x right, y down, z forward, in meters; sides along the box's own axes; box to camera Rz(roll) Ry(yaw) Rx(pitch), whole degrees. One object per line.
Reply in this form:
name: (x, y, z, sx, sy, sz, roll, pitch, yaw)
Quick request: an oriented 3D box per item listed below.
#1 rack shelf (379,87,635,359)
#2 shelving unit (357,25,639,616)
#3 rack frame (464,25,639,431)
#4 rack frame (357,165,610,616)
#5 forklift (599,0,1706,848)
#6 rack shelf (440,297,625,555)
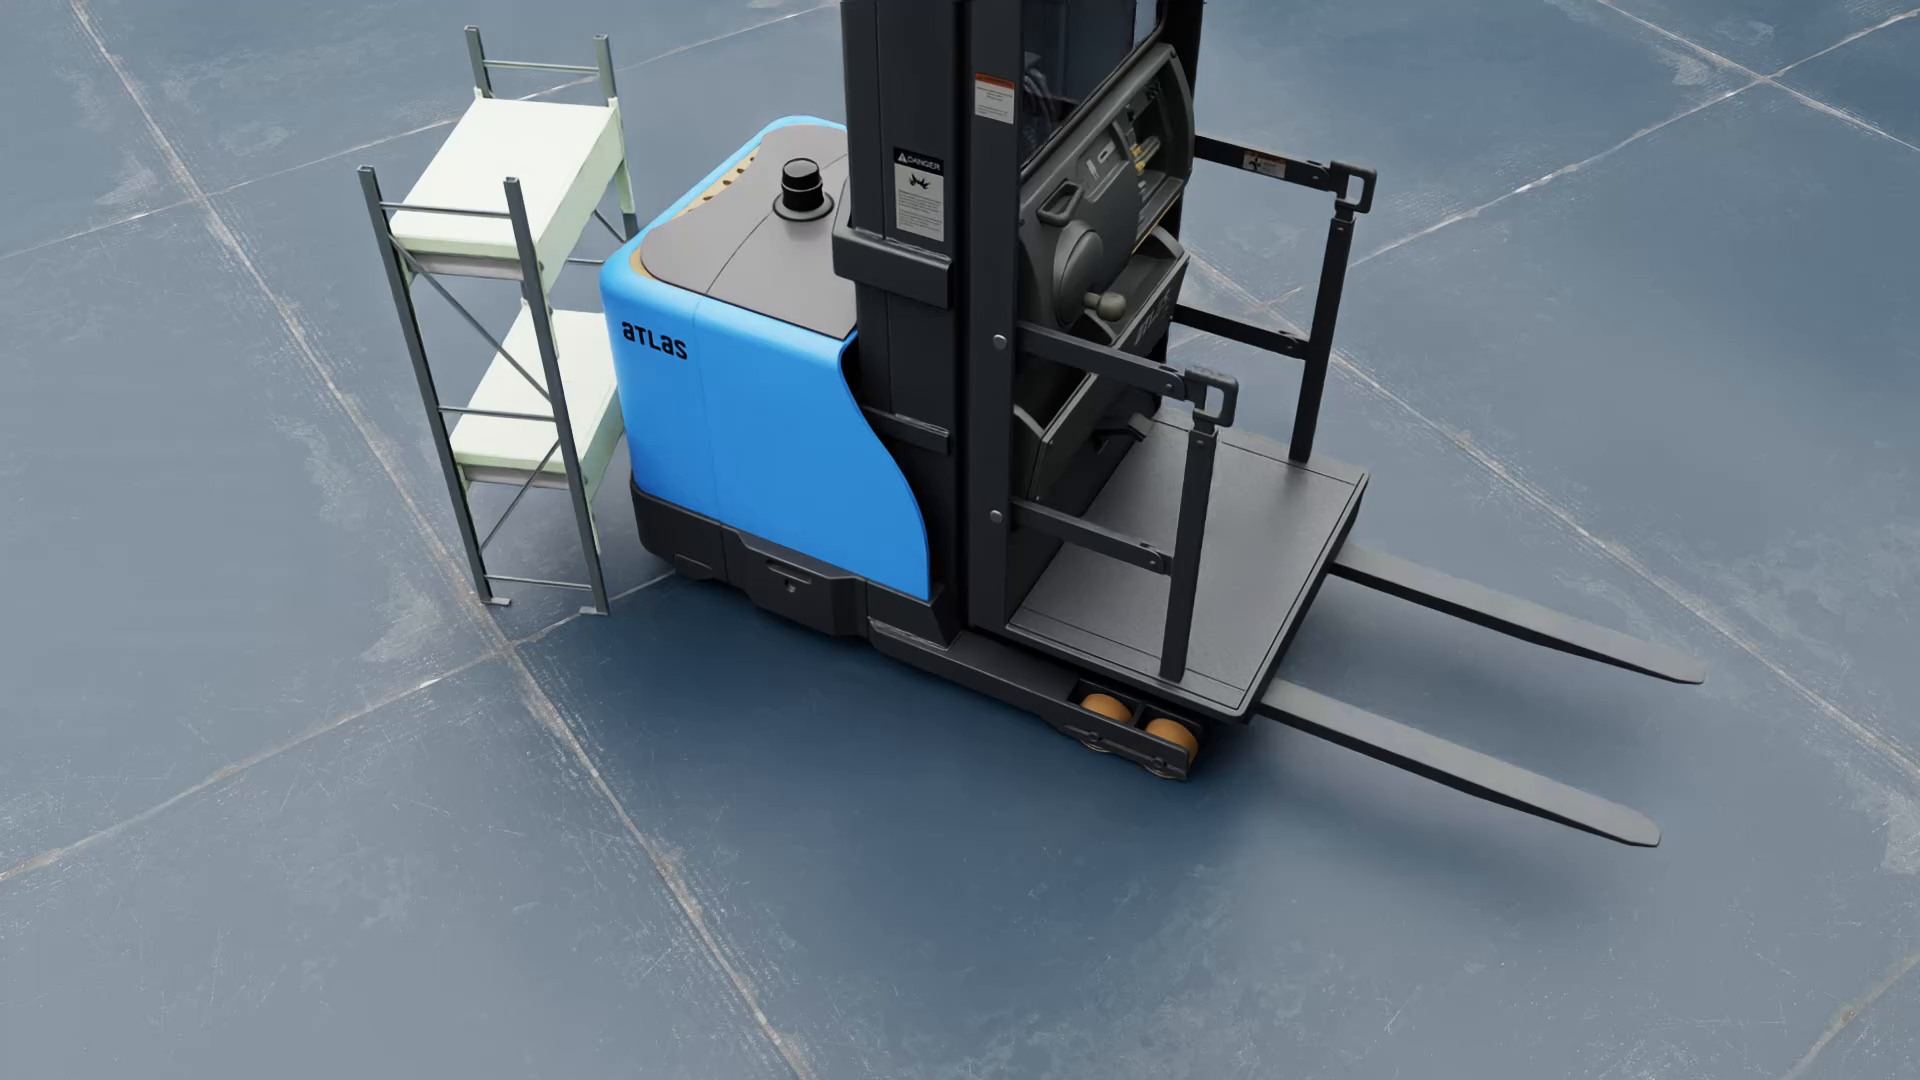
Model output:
rack shelf: (-1.206, -0.872, 4.512, 0.431, 0.370, 0.720, 6, 44, 6)
shelving unit: (-1.206, -0.590, 4.782, 0.431, 1.500, 0.755, 6, 44, 6)
rack frame: (-1.155, -0.840, 5.044, 0.400, 1.500, 0.023, 6, 44, 6)
rack frame: (-1.257, -0.340, 4.520, 0.400, 1.500, 0.023, 6, 44, 6)
forklift: (0.551, -0.830, 3.997, 3.031, 2.935, 1.130, 20, 47, 20)
rack shelf: (-1.206, -0.354, 5.007, 0.431, 0.370, 0.720, 6, 44, 6)
